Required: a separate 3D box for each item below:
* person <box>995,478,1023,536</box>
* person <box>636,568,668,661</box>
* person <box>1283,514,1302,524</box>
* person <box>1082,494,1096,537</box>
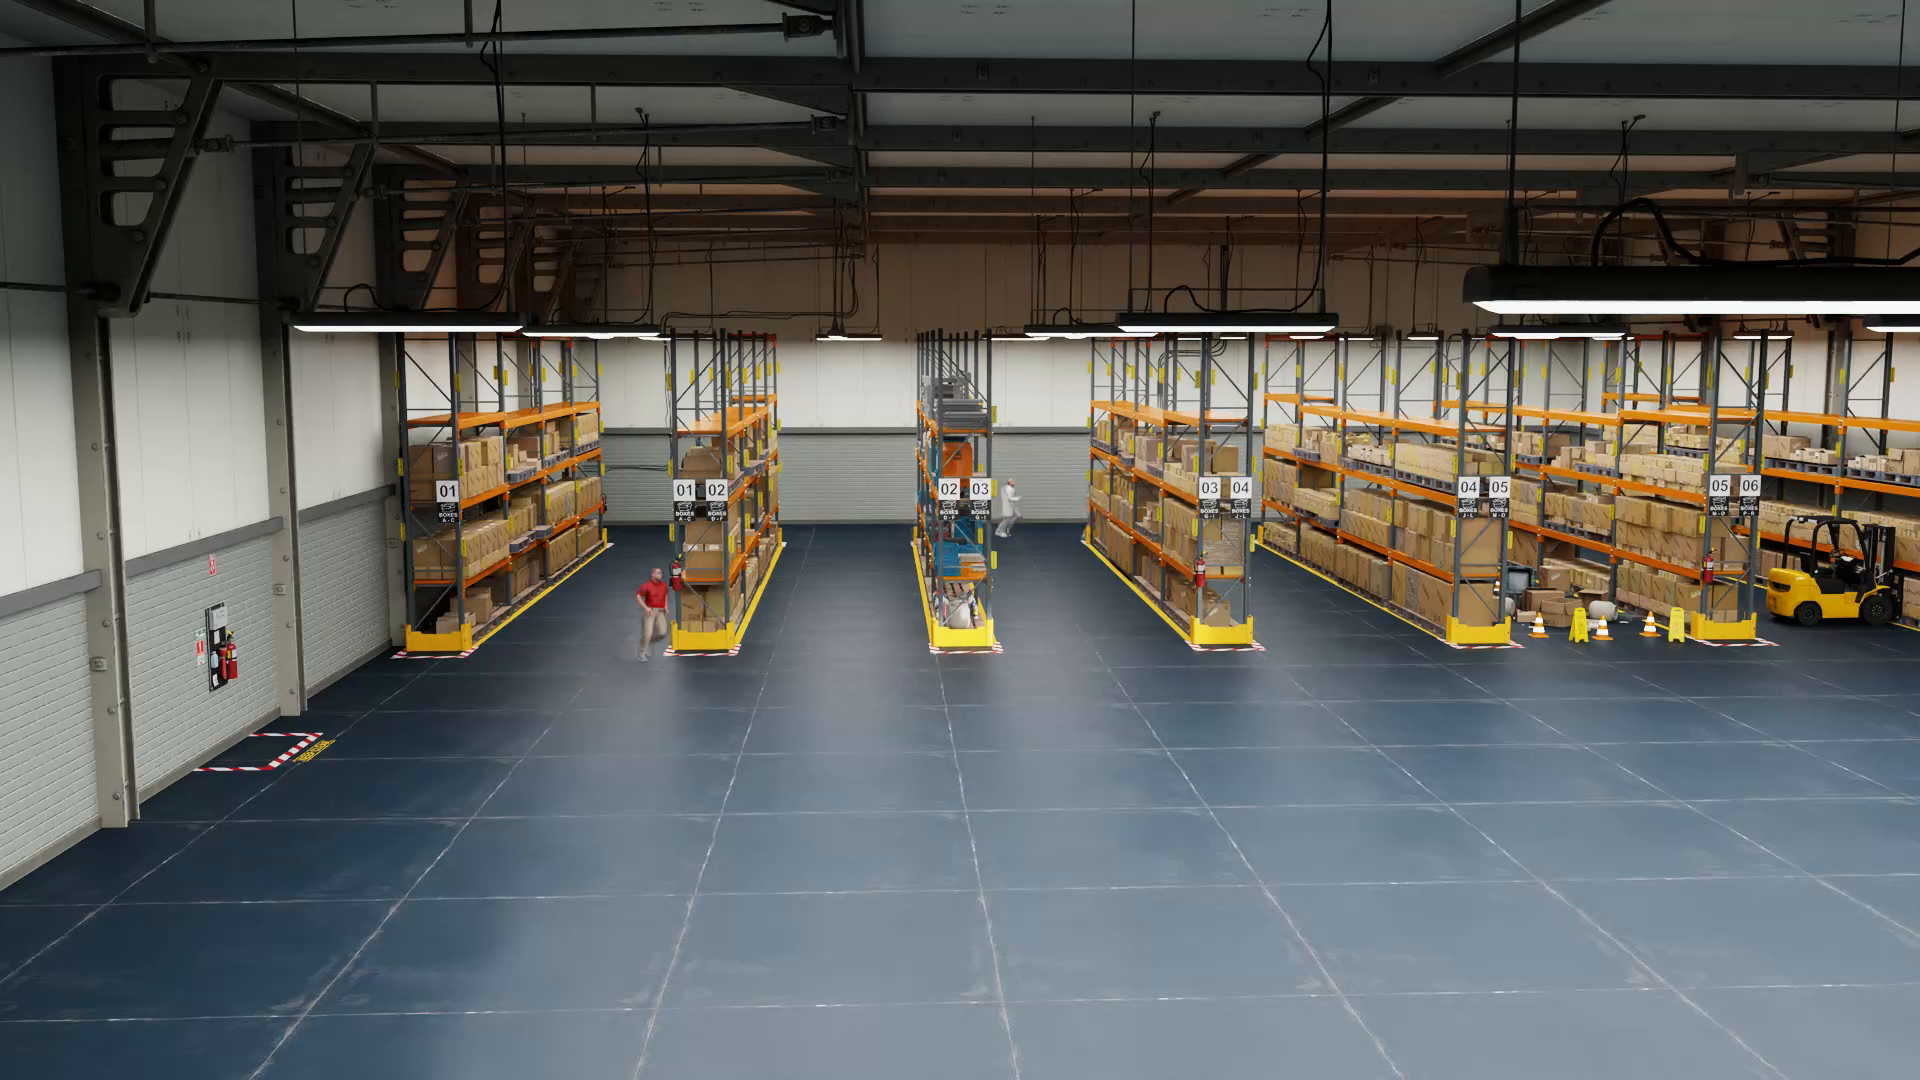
[{"bbox_3d":[1.457,-0.970,49.321,0.845,1.732,0.759,1,7,6],"label":"person"},{"bbox_3d":[-5.534,1.341,30.252,0.718,1.664,0.514,-6,9,-43],"label":"person"},{"bbox_3d":[9.721,-0.900,48.748,0.958,1.751,0.758,2,7,17],"label":"person"},{"bbox_3d":[3.935,-0.834,48.761,0.703,1.688,0.578,1,7,11],"label":"person"}]
